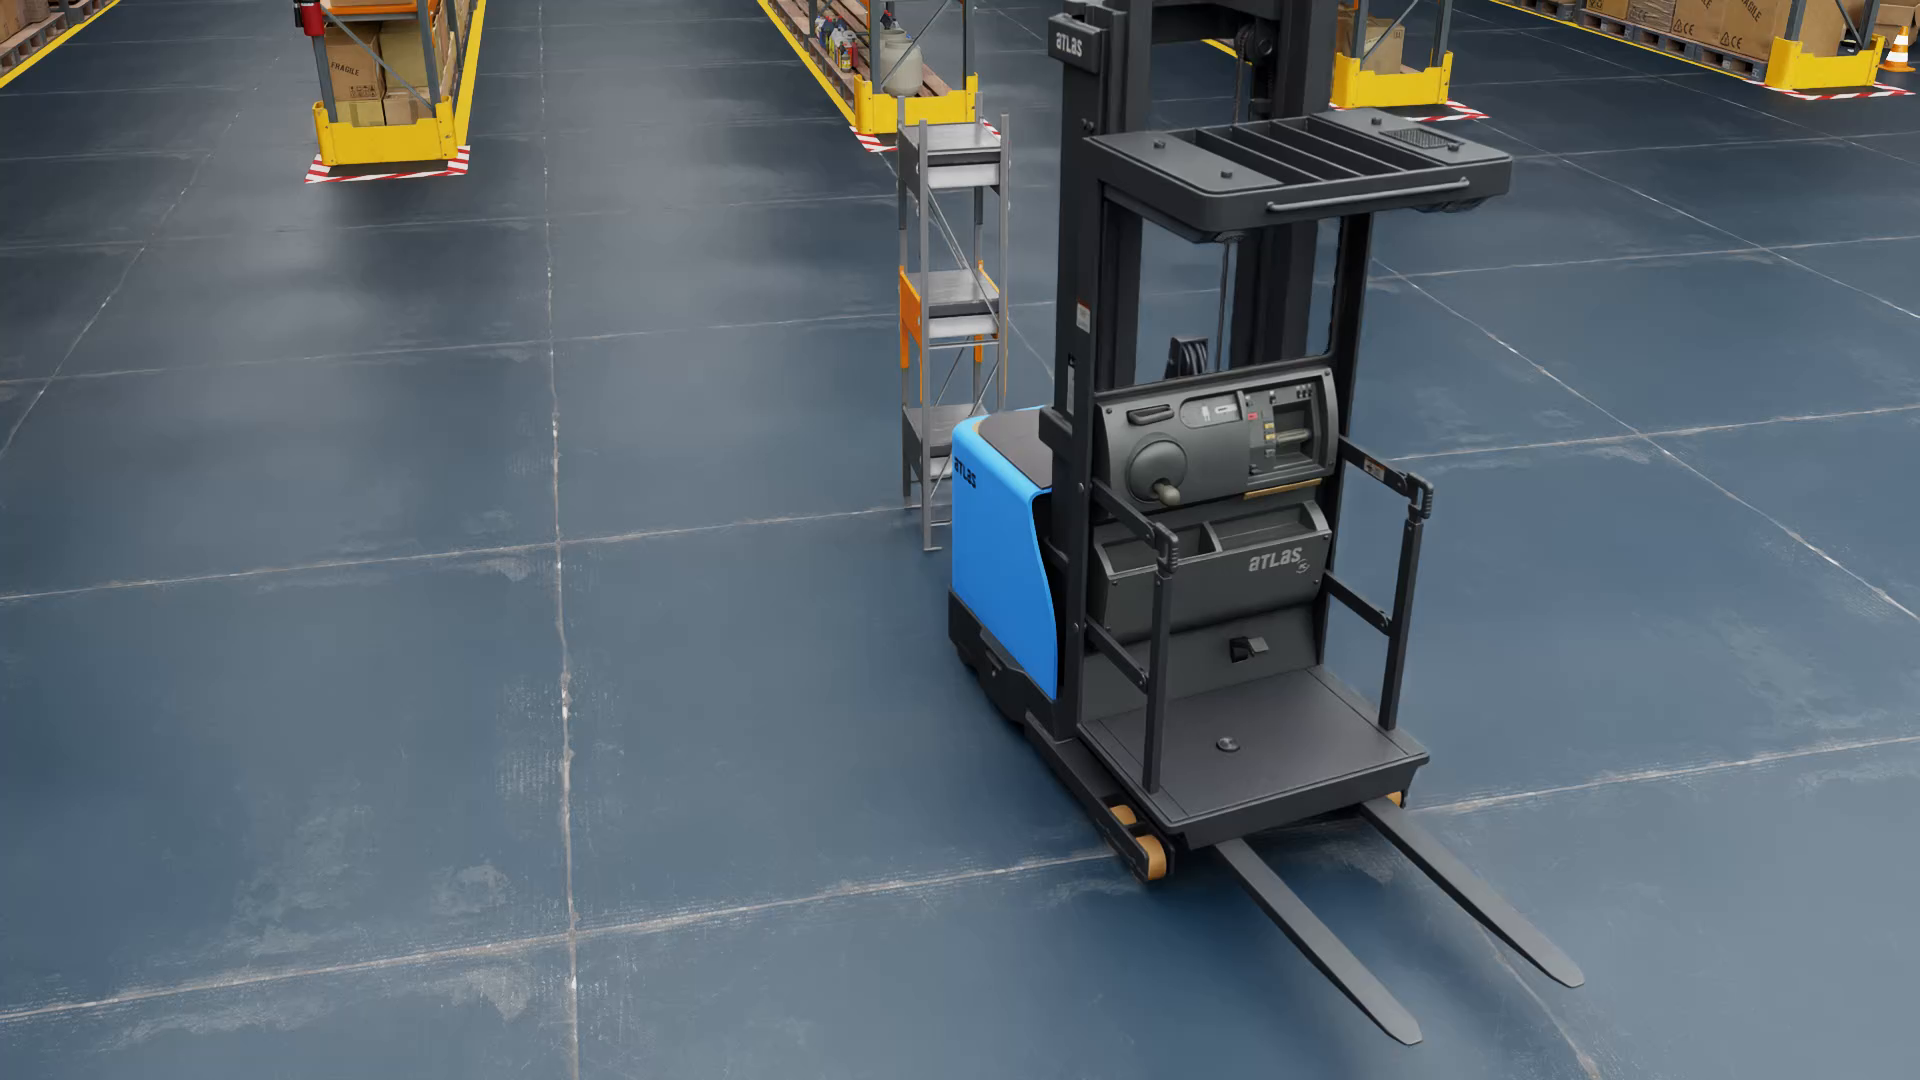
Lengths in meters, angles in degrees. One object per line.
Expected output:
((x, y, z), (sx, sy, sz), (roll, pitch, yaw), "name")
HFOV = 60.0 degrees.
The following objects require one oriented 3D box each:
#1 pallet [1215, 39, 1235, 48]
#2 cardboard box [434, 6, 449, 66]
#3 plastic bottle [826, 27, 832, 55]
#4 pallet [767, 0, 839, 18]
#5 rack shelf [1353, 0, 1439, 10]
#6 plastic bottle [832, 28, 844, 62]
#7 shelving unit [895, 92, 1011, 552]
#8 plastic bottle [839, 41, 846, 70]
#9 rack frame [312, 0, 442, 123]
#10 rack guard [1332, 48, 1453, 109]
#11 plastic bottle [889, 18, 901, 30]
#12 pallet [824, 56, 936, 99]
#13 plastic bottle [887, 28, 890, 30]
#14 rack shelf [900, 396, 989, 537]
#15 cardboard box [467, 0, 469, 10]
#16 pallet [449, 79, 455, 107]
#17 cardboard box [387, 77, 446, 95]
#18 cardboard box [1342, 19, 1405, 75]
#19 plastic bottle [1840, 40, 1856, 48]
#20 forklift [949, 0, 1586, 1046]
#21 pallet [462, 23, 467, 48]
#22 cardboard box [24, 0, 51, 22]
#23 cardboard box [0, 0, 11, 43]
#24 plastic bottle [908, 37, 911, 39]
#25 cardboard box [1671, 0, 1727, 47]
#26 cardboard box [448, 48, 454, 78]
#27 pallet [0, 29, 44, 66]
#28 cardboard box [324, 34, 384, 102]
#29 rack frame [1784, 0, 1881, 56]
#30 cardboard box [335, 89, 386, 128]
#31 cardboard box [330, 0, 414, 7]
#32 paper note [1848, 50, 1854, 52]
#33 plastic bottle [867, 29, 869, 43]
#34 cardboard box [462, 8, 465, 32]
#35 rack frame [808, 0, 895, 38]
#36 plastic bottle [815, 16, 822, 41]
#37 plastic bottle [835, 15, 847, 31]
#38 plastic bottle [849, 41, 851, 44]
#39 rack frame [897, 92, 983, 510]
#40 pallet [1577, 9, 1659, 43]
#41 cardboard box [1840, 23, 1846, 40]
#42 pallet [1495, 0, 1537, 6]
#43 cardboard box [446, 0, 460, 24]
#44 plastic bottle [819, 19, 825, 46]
((3.749, -6.058, 20.017), (1.003, 0.211, 1.213), (-6, 27, -12), "pallet")
((-5.428, -5.045, 16.669), (0.500, 0.500, 0.500), (-6, 27, -12), "cardboard box")
((-1.446, -5.518, 18.380), (0.061, 0.283, 0.133), (-5, 27, -9), "plastic bottle")
((-2.027, -7.258, 22.395), (1.003, 0.211, 1.213), (-6, 27, -12), "pallet")
((4.013, -6.394, 18.388), (1.077, 0.370, 4.000), (-6, 27, -12), "rack shelf")
((-1.305, -5.357, 17.986), (0.144, 0.351, 0.185), (-5, 27, -9), "plastic bottle")
((-0.037, -1.010, 7.921), (0.431, 2.100, 0.503), (-6, 27, -12), "shelving unit")
((-1.246, -5.130, 17.610), (0.061, 0.283, 0.133), (-5, 27, -10), "plastic bottle")
((-5.188, -4.833, 14.497), (1.000, 3.000, 0.127), (-6, 27, -12), "rack frame")
((4.447, -4.755, 17.116), (1.175, 0.500, 0.348), (-6, 27, -12), "rack guard")
((-0.721, -5.625, 18.517), (0.144, 0.351, 0.185), (-6, 27, -12), "plastic bottle")
((-0.874, -5.010, 17.942), (1.003, 0.211, 1.213), (-6, 27, -12), "pallet")
((-0.792, -5.512, 18.368), (0.061, 0.283, 0.133), (-6, 27, -12), "plastic bottle")
((-0.037, -0.373, 8.242), (0.431, 0.518, 0.480), (-6, 27, -12), "rack shelf")
((-6.515, -6.873, 21.124), (0.500, 0.250, 0.500), (-6, 27, -12), "cardboard box")
((-5.673, -4.454, 16.841), (1.003, 0.211, 1.213), (-6, 27, -12), "pallet")
((-5.209, -4.270, 15.967), (0.500, 0.250, 0.500), (-6, 27, -12), "cardboard box")
((4.340, -5.185, 17.502), (0.500, 0.500, 0.500), (-1, 27, -2), "cardboard box")
((10.720, -5.979, 20.029), (0.133, 0.061, 0.283), (-16, 31, -29), "plastic bottle")
((1.003, -0.323, 5.638), (1.130, 2.935, 3.031), (-11, 29, -21), "forklift")
((-6.572, -6.201, 20.300), (1.003, 0.211, 1.213), (-6, 27, -12), "pallet")
((-11.603, -6.610, 20.304), (0.700, 0.500, 0.500), (-6, 27, -11), "cardboard box")
((-11.338, -5.936, 18.968), (0.700, 0.500, 0.500), (-6, 27, -11), "cardboard box")
((-0.544, -5.291, 17.944), (0.097, 0.271, 0.097), (0, 27, 0), "plastic bottle")
((8.902, -6.213, 19.122), (0.875, 0.875, 0.875), (-6, 27, -12), "cardboard box")
((-5.542, -4.929, 17.273), (0.500, 0.250, 0.500), (-6, 27, -12), "cardboard box")
((-11.370, -5.718, 19.345), (1.003, 0.211, 1.213), (-6, 27, -12), "pallet")
((-5.599, -4.333, 15.259), (0.500, 0.500, 0.500), (-6, 27, -12), "cardboard box")
((9.319, -6.297, 17.397), (1.000, 3.000, 0.127), (-6, 27, -12), "rack frame")
((-5.597, -3.999, 15.429), (0.500, 0.250, 0.500), (-6, 27, -12), "cardboard box")
((-5.281, -5.084, 14.883), (0.700, 0.500, 0.500), (-6, 27, -12), "cardboard box")
((10.629, -5.813, 19.735), (0.144, 0.017, 0.142), (3, 27, 6), "paper note")
((-0.977, -5.836, 18.936), (0.144, 0.351, 0.185), (-6, 27, -12), "plastic bottle")
((-6.172, -6.203, 19.796), (0.500, 0.250, 0.500), (-7, 28, -13), "cardboard box")
((-1.263, -7.091, 18.969), (1.000, 3.000, 0.127), (-6, 27, -12), "rack frame")
((-1.618, -5.885, 19.120), (0.097, 0.271, 0.097), (0, 27, 0), "plastic bottle")
((-1.345, -5.723, 18.710), (0.144, 0.351, 0.185), (-6, 27, -12), "plastic bottle")
((-1.197, -5.322, 18.082), (0.097, 0.201, 0.097), (0, 27, 0), "plastic bottle")
((-0.092, -1.117, 8.133), (0.400, 2.100, 0.015), (-6, 27, -12), "rack frame")
((8.513, -6.466, 20.827), (1.003, 0.211, 1.213), (-6, 27, -12), "pallet")
((10.600, -6.265, 20.367), (0.396, 0.266, 0.258), (-1, 27, -3), "cardboard box")
((7.892, -7.676, 23.223), (1.003, 0.211, 1.213), (-6, 27, -12), "pallet")
((-5.940, -6.006, 18.784), (0.500, 0.311, 0.500), (-6, 27, -11), "cardboard box")
((-1.519, -5.748, 18.843), (0.152, 0.276, 0.135), (-5, 27, -10), "plastic bottle")
